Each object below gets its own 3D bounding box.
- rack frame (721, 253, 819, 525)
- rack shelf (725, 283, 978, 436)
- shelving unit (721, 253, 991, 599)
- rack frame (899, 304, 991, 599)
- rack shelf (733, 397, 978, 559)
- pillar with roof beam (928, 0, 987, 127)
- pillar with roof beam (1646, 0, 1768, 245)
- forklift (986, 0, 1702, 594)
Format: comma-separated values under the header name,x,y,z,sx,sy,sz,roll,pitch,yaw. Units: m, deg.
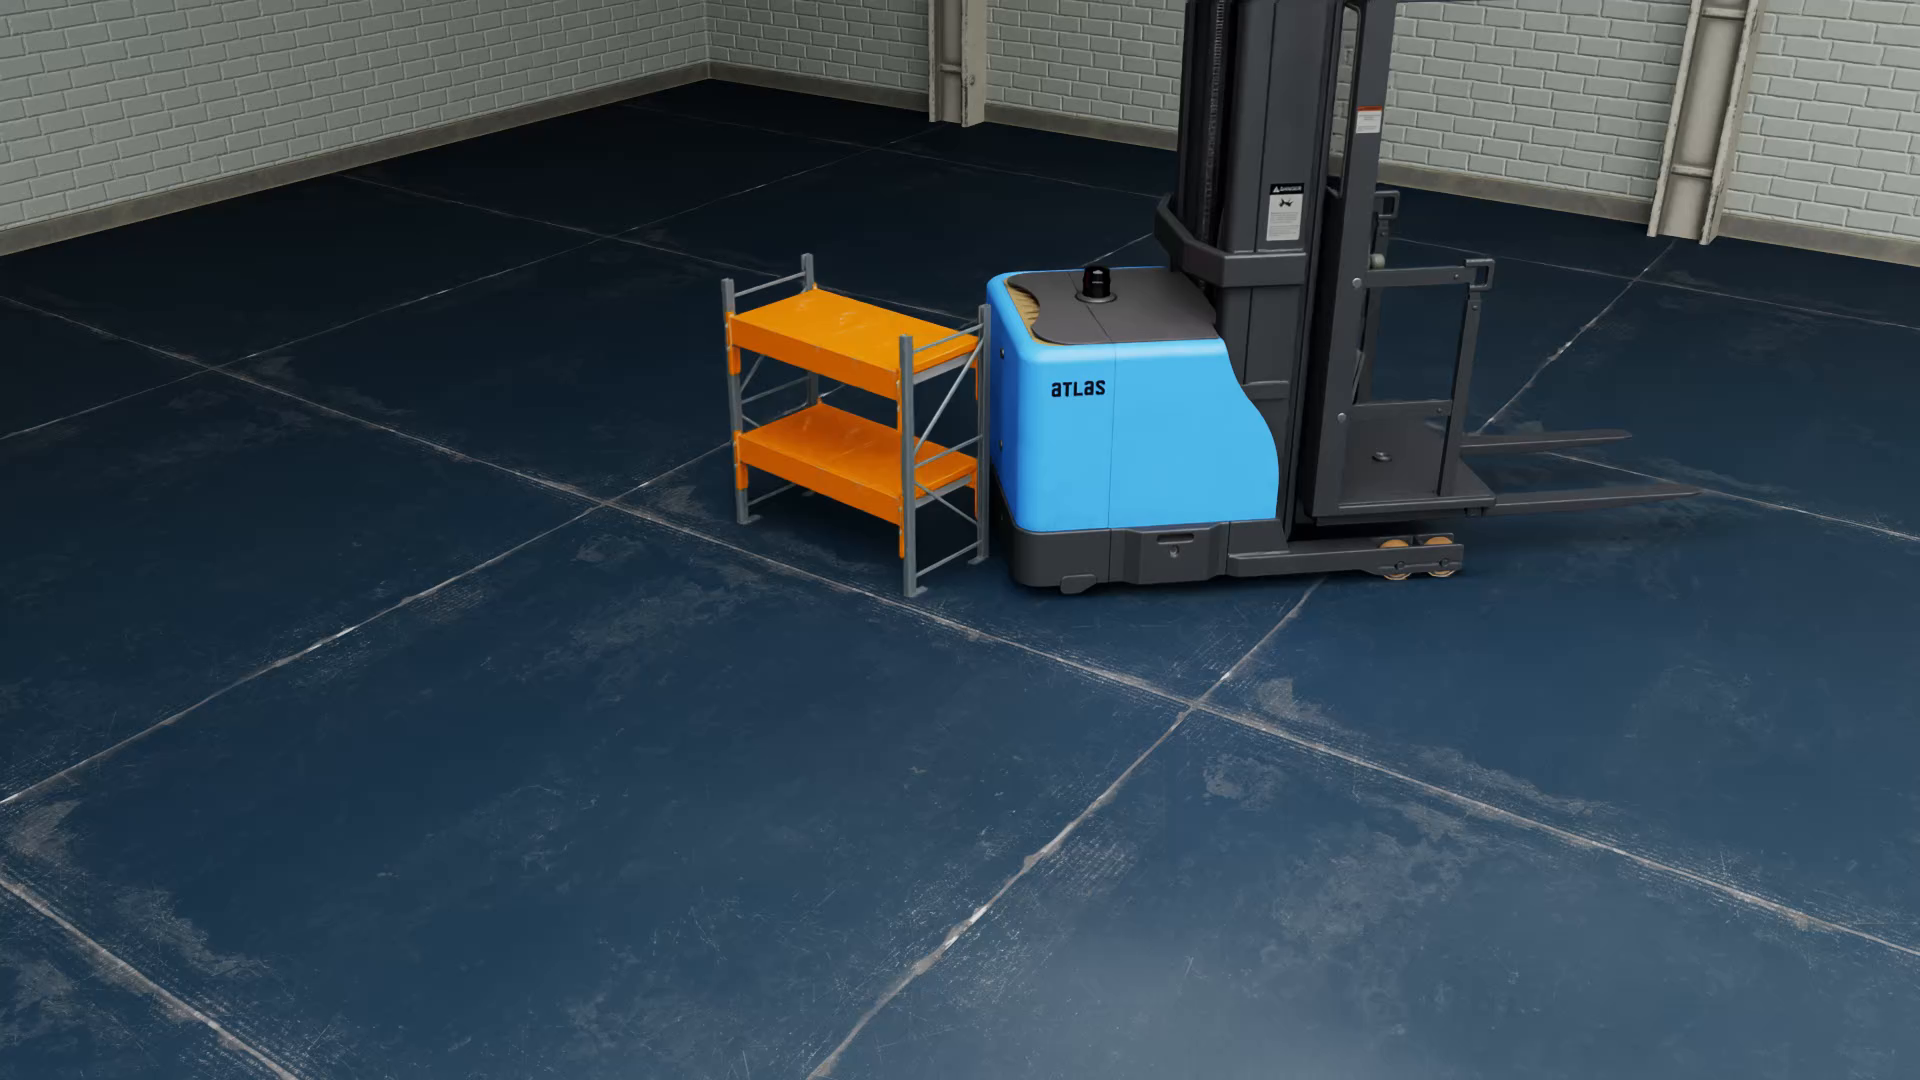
name,x,y,z,sx,sy,sz,roll,pitch,yaw
rack frame,-0.814,-0.656,7.299,0.032,1.125,0.500,22,34,36
rack shelf,-0.433,-0.764,6.866,1.000,0.278,0.538,22,34,36
shelving unit,-0.433,-0.503,6.999,1.048,1.125,0.538,22,34,36
rack frame,-0.053,-0.350,6.698,0.032,1.125,0.500,22,34,36
rack shelf,-0.433,-0.285,7.110,1.000,0.278,0.538,22,34,36
pillar with roof beam,-2.459,-6.023,9.163,0.400,9.000,9.100,17,32,30
pillar with roof beam,2.487,-4.482,6.135,0.400,9.000,9.100,17,32,30
forklift,1.658,-1.373,6.717,3.031,2.935,1.130,-3,27,-7
